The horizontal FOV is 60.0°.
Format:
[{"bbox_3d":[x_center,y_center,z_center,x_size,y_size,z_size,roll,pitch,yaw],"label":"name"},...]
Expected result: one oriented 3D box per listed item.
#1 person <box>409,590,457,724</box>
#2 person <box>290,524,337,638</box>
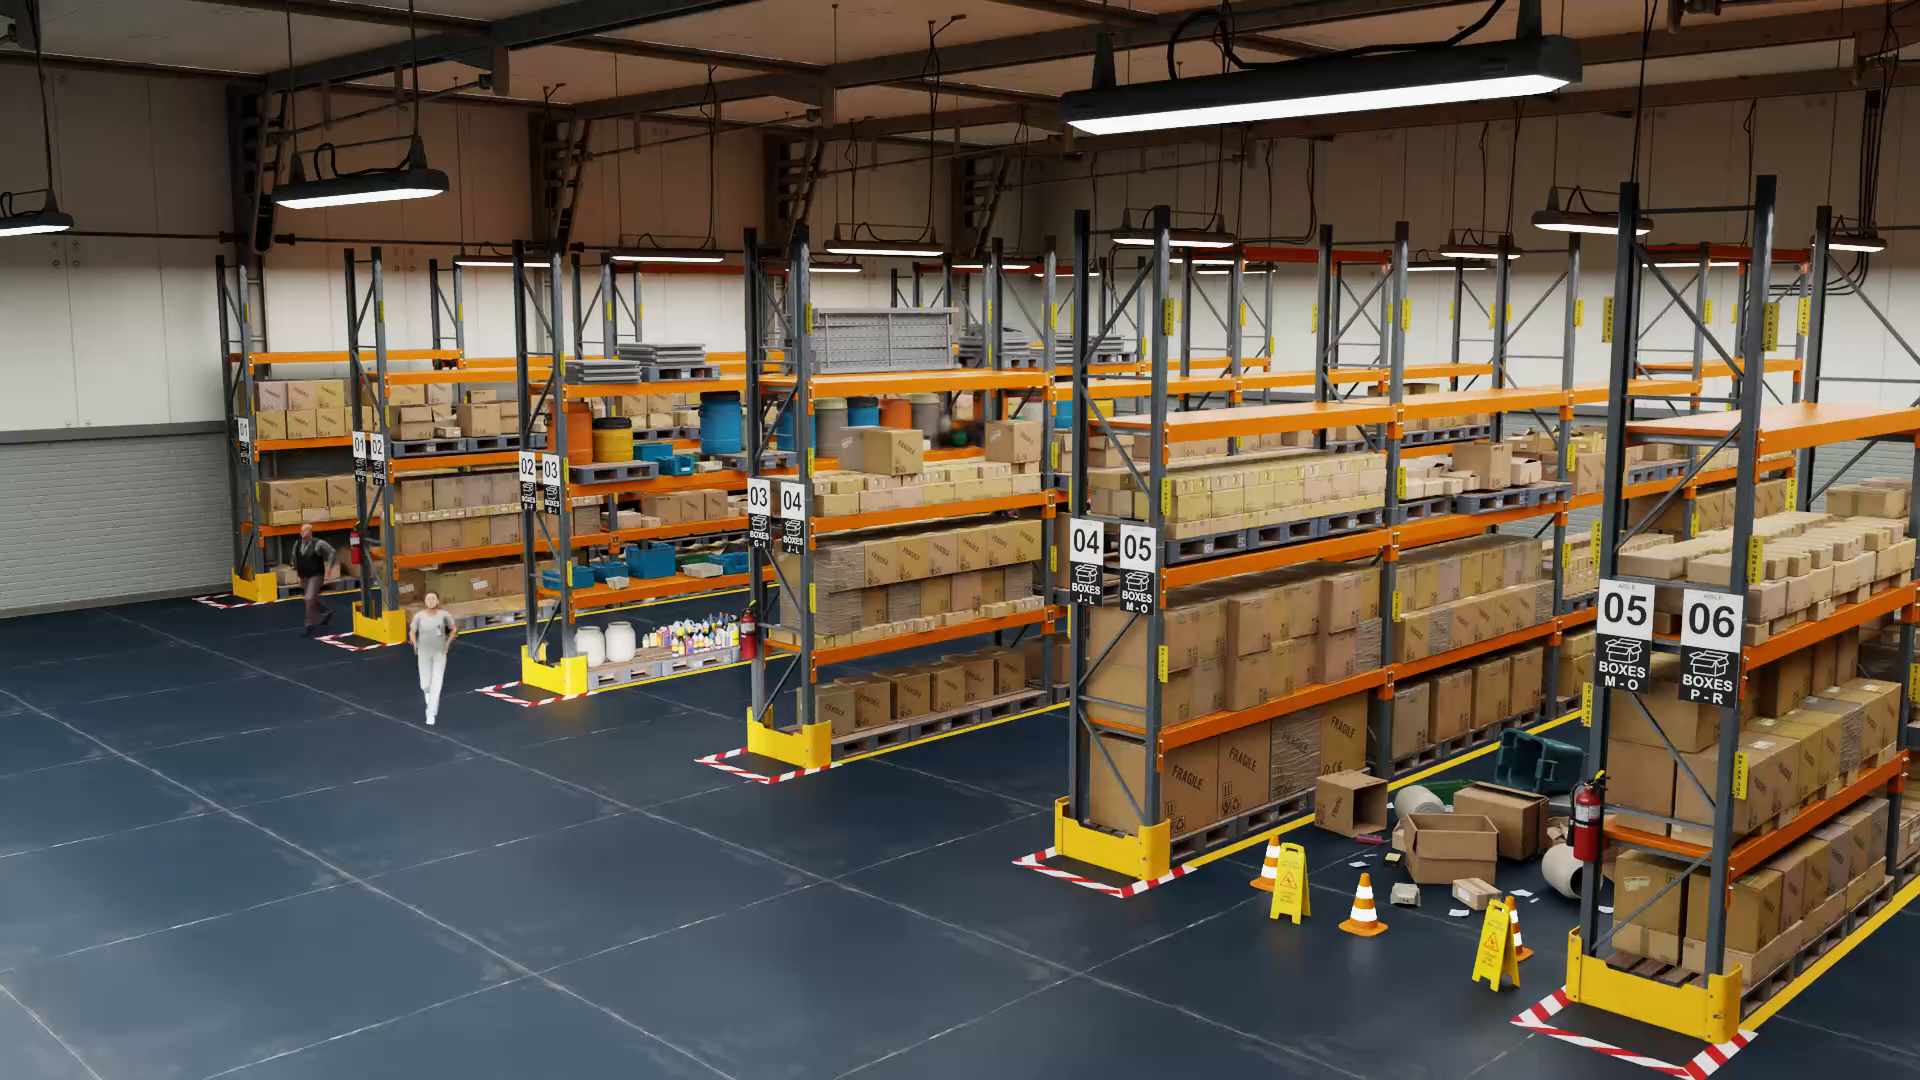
[{"bbox_3d":[-6.586,1.435,20.818,0.568,1.640,0.749,-2,8,-15],"label":"person"},{"bbox_3d":[-10.246,0.601,26.295,0.690,1.742,0.920,3,8,17],"label":"person"}]
